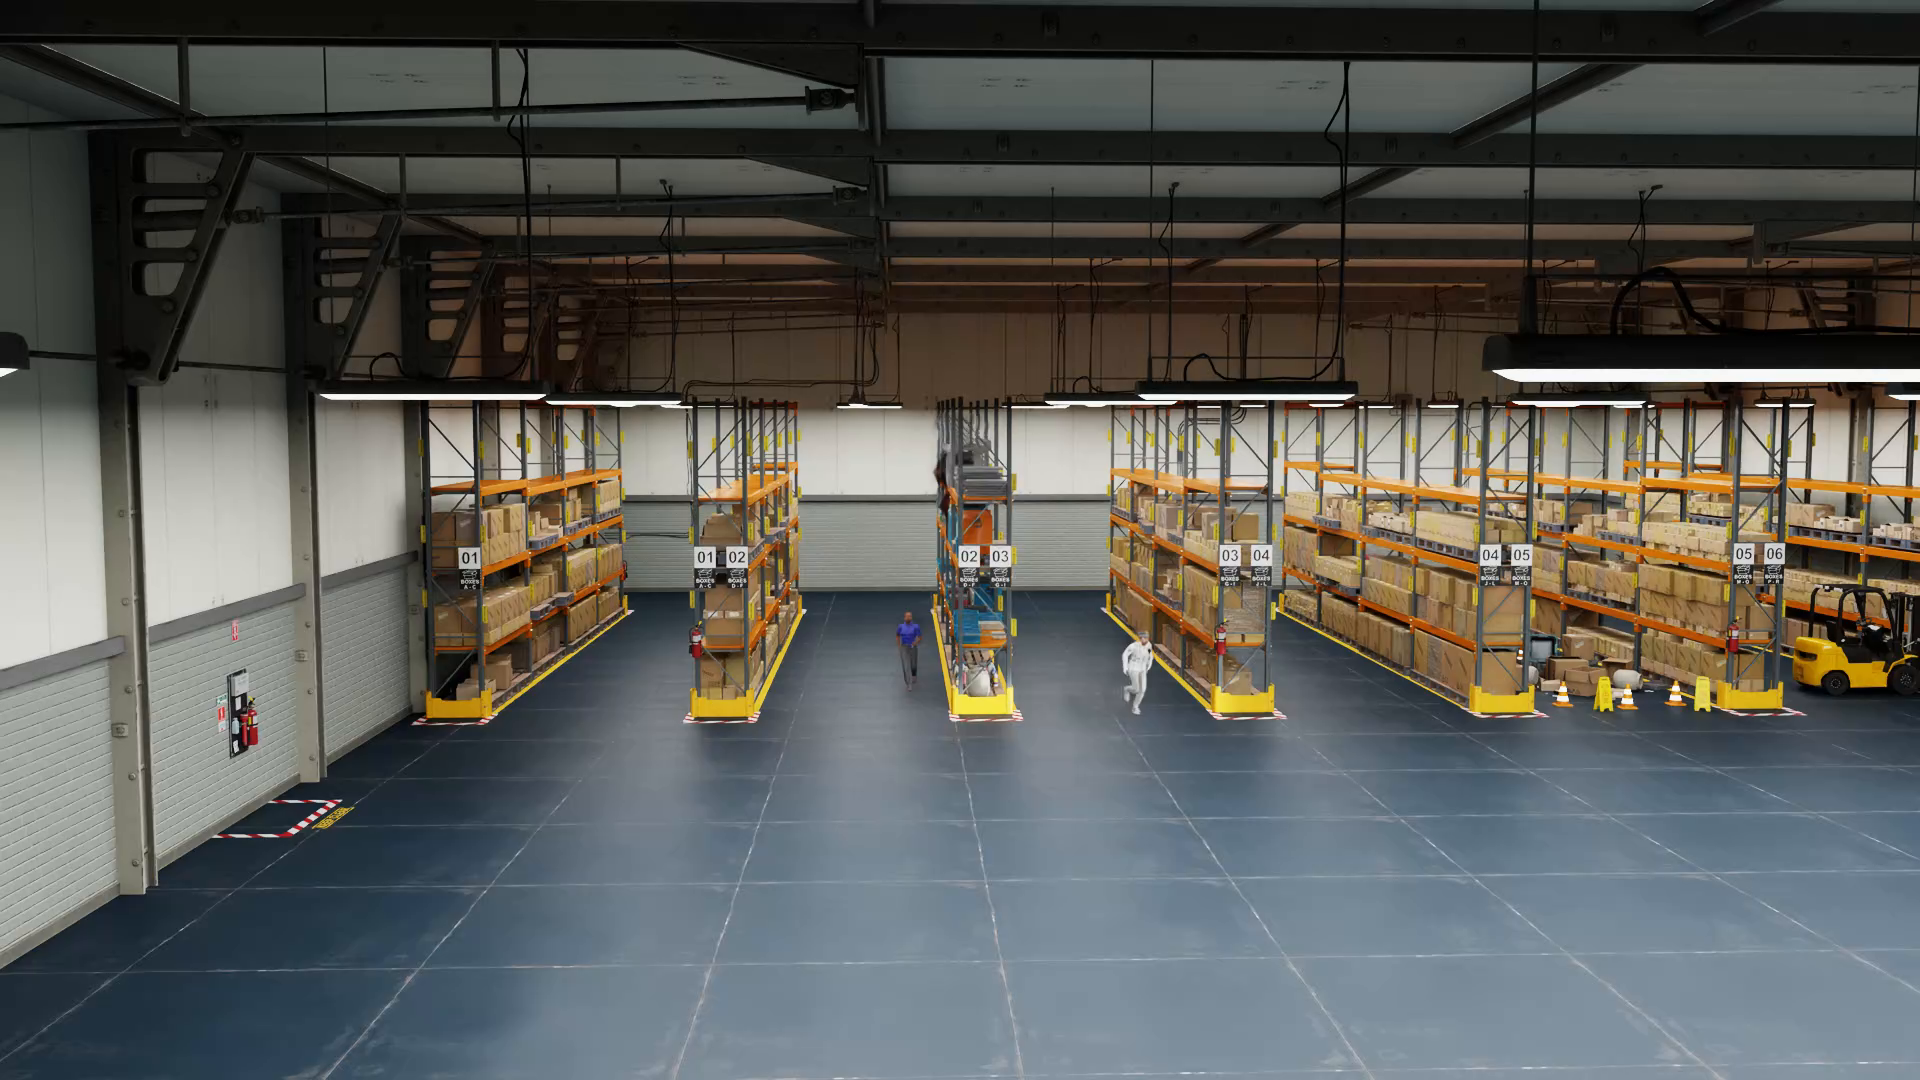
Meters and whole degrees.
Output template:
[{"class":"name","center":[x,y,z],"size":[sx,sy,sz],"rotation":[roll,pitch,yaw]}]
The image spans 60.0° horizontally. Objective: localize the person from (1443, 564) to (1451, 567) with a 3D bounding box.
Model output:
[{"class":"person","center":[14.528,1.090,49.253],"size":[0.724,1.654,0.625],"rotation":[-1,4,-9]}]

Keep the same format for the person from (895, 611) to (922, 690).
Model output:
[{"class":"person","center":[-1.061,2.267,34.310],"size":[0.571,1.613,0.665],"rotation":[0,4,4]}]

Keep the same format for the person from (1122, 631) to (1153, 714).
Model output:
[{"class":"person","center":[3.366,2.496,31.676],"size":[0.612,1.624,0.744],"rotation":[-2,5,-29]}]

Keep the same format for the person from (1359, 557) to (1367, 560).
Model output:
[{"class":"person","center":[11.798,1.034,49.776],"size":[0.852,1.787,0.600],"rotation":[-1,5,-19]}]
